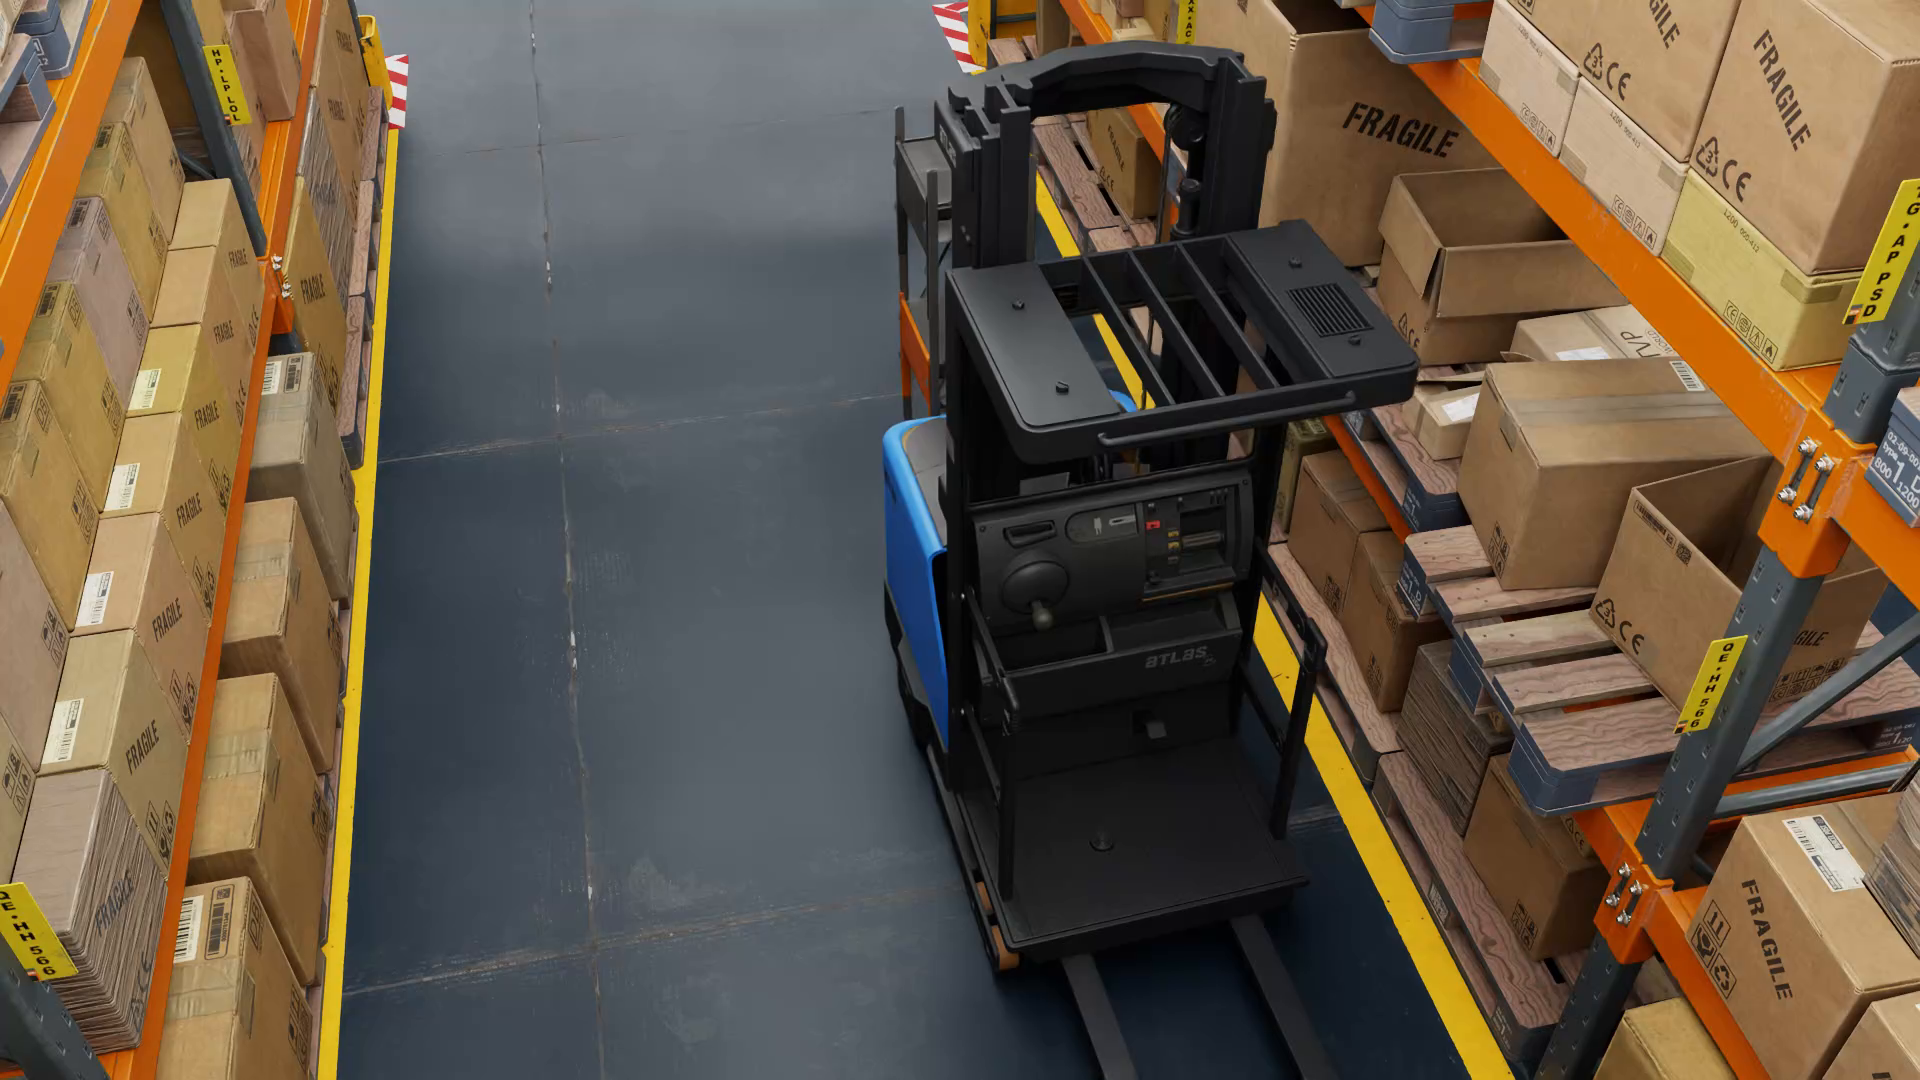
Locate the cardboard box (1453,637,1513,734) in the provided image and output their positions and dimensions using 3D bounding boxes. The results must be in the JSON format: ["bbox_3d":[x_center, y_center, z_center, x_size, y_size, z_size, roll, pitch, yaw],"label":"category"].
[{"bbox_3d":[2.062,0.393,5.816,0.500,0.250,0.500,-4,42,-4],"label":"cardboard box"}]

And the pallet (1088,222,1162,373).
[{"bbox_3d":[1.318,-1.305,8.843,1.003,0.211,1.213,-8,42,-9],"label":"pallet"}]

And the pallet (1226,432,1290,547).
[{"bbox_3d":[1.667,-0.370,7.790,1.003,0.211,1.213,-8,42,-9],"label":"pallet"}]

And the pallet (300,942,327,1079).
[{"bbox_3d":[-2.601,1.842,5.298,1.003,0.211,1.213,-8,42,-9],"label":"pallet"}]

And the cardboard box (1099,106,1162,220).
[{"bbox_3d":[1.108,-2.166,9.279,0.500,0.500,0.500,-12,43,-13],"label":"cardboard box"}]

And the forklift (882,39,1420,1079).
[{"bbox_3d":[0.560,0.119,5.190,1.130,2.935,3.031,-10,43,-11],"label":"forklift"}]

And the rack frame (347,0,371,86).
[{"bbox_3d":[-4.231,-3.865,9.626,1.000,3.000,0.127,-8,42,-9],"label":"rack frame"}]

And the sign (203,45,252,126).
[{"bbox_3d":[-2.840,-1.760,6.442,0.100,0.325,0.005,-8,42,-9],"label":"sign"}]

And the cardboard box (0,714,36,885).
[{"bbox_3d":[-2.591,0.617,3.749,0.700,0.500,0.500,-9,42,-10],"label":"cardboard box"}]

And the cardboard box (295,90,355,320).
[{"bbox_3d":[-3.633,-1.636,8.399,0.875,0.875,0.875,-8,42,-9],"label":"cardboard box"}]

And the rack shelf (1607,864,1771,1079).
[{"bbox_3d":[2.792,2.241,3.290,1.077,0.370,4.000,-8,42,-9],"label":"rack shelf"}]

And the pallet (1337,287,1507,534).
[{"bbox_3d":[1.893,-0.530,6.014,1.003,0.211,1.213,-8,42,-9],"label":"pallet"}]

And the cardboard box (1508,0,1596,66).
[{"bbox_3d":[1.800,-1.598,4.361,0.500,0.500,0.500,-8,42,-9],"label":"cardboard box"}]

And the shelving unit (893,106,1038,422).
[{"bbox_3d":[0.015,-0.696,6.735,0.431,2.100,0.503,-10,43,-11],"label":"shelving unit"}]

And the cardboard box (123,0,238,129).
[{"bbox_3d":[-3.414,-1.976,6.572,0.875,0.550,0.550,-8,42,-9],"label":"cardboard box"}]

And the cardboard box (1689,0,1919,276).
[{"bbox_3d":[2.013,-0.944,3.624,0.500,0.500,0.500,-7,42,-8],"label":"cardboard box"}]

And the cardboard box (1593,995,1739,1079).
[{"bbox_3d":[2.489,1.763,4.570,1.225,0.875,0.875,-10,43,-11],"label":"cardboard box"}]

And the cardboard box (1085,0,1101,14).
[{"bbox_3d":[0.854,-2.895,8.723,0.380,0.149,0.250,-8,42,-9],"label":"cardboard box"}]

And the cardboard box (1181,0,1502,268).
[{"bbox_3d":[1.532,-1.764,6.491,1.000,1.000,1.000,-8,42,-9],"label":"cardboard box"}]

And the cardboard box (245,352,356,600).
[{"bbox_3d":[-3.146,-0.198,6.874,1.050,0.750,0.750,-9,42,-10],"label":"cardboard box"}]

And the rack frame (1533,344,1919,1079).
[{"bbox_3d":[2.361,0.676,4.511,1.000,3.000,0.127,-8,42,-9],"label":"rack frame"}]

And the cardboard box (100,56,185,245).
[{"bbox_3d":[-3.255,-1.362,5.979,0.700,0.500,0.500,-9,42,-10],"label":"cardboard box"}]

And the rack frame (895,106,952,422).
[{"bbox_3d":[-0.048,-0.853,6.911,0.400,2.100,0.015,-10,43,-11],"label":"rack frame"}]

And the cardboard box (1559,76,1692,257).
[{"bbox_3d":[1.898,-0.983,4.233,0.500,0.250,0.500,-8,42,-9],"label":"cardboard box"}]

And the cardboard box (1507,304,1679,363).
[{"bbox_3d":[2.224,-0.545,5.683,0.500,0.250,0.500,-9,42,-10],"label":"cardboard box"}]

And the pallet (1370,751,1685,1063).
[{"bbox_3d":[2.193,1.212,6.008,1.003,0.211,1.213,-8,42,-9],"label":"pallet"}]

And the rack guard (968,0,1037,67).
[{"bbox_3d":[0.650,-3.526,11.127,1.175,0.500,0.348,-8,42,-9],"label":"rack guard"}]

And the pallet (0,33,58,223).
[{"bbox_3d":[-2.939,-0.865,4.129,1.003,0.211,1.213,-7,42,-7],"label":"pallet"}]

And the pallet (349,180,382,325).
[{"bbox_3d":[-3.722,-1.526,9.092,1.003,0.211,1.213,-8,42,-9],"label":"pallet"}]

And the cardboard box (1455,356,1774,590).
[{"bbox_3d":[1.987,-0.211,5.118,0.700,0.500,0.500,-3,42,-3],"label":"cardboard box"}]

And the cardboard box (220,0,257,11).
[{"bbox_3d":[-3.628,-2.686,7.371,0.875,0.550,0.550,-8,42,-9],"label":"cardboard box"}]

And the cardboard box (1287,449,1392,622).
[{"bbox_3d":[1.815,-0.071,6.904,0.700,0.500,0.500,-12,43,-13],"label":"cardboard box"}]

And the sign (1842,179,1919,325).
[{"bbox_3d":[1.830,-0.563,3.258,0.100,0.325,0.005,-8,42,-9],"label":"sign"}]

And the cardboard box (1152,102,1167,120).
[{"bbox_3d":[1.119,-2.084,7.809,0.380,0.149,0.250,-8,42,-9],"label":"cardboard box"}]

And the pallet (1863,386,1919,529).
[{"bbox_3d":[2.551,0.034,3.117,1.213,0.211,1.003,-7,42,-7],"label":"pallet"}]

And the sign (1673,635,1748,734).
[{"bbox_3d":[1.833,0.356,4.059,0.100,0.325,0.005,-8,42,-9],"label":"sign"}]

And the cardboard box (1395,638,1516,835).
[{"bbox_3d":[2.064,0.657,6.084,0.700,0.500,0.500,-12,43,-13],"label":"cardboard box"}]

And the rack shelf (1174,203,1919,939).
[{"bbox_3d":[1.929,-0.352,6.210,1.077,0.370,4.000,-8,42,-9],"label":"rack shelf"}]

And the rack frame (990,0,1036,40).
[{"bbox_3d":[0.634,-4.510,10.353,1.000,3.000,0.127,-8,42,-9],"label":"rack frame"}]

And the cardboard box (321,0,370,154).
[{"bbox_3d":[-4.020,-2.797,9.708,0.875,0.875,0.875,-8,42,-9],"label":"cardboard box"}]

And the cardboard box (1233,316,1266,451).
[{"bbox_3d":[1.609,-0.746,7.664,0.700,0.500,0.500,-11,43,-13],"label":"cardboard box"}]

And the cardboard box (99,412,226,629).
[{"bbox_3d":[-2.664,-0.026,5.226,0.500,0.500,0.500,-9,42,-10],"label":"cardboard box"}]

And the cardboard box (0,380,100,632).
[{"bbox_3d":[-2.815,-0.043,4.492,0.700,0.500,0.500,-9,42,-10],"label":"cardboard box"}]

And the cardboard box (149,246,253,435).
[{"bbox_3d":[-2.885,-0.682,5.965,0.500,0.500,0.500,-9,42,-10],"label":"cardboard box"}]

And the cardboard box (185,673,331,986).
[{"bbox_3d":[-2.740,1.031,5.489,1.050,0.750,0.750,-8,42,-9],"label":"cardboard box"}]

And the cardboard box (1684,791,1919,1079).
[{"bbox_3d":[2.200,0.992,4.079,0.500,0.500,0.500,-7,42,-8],"label":"cardboard box"}]

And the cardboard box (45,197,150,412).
[{"bbox_3d":[-3.033,-0.702,5.234,0.700,0.500,0.500,-8,42,-9],"label":"cardboard box"}]

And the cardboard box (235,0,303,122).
[{"bbox_3d":[-3.601,-2.286,7.734,0.875,0.550,0.550,-8,42,-9],"label":"cardboard box"}]

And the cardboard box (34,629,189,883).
[{"bbox_3d":[-2.450,0.624,4.493,0.500,0.500,0.500,-9,42,-10],"label":"cardboard box"}]

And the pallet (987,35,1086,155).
[{"bbox_3d":[0.791,-2.886,10.624,1.003,0.211,1.213,-8,42,-9],"label":"pallet"}]

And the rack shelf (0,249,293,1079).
[{"bbox_3d":[-2.936,0.293,5.484,1.077,0.370,4.000,-8,42,-9],"label":"rack shelf"}]

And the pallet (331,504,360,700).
[{"bbox_3d":[-3.127,0.260,7.080,1.003,0.211,1.213,-8,42,-9],"label":"pallet"}]

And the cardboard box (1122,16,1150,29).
[{"bbox_3d":[1.036,-2.582,8.370,0.380,0.149,0.250,-8,42,-9],"label":"cardboard box"}]

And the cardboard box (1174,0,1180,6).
[{"bbox_3d":[1.132,-2.692,7.252,0.500,0.500,0.500,-8,42,-9],"label":"cardboard box"}]

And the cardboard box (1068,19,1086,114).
[{"bbox_3d":[0.915,-2.943,10.154,0.500,0.500,0.500,2,42,2],"label":"cardboard box"}]

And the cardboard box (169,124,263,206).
[{"bbox_3d":[-3.459,-1.566,6.923,0.875,0.550,0.550,-8,42,-9],"label":"cardboard box"}]

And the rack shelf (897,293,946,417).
[{"bbox_3d":[0.015,-0.686,6.744,0.431,0.518,0.480,-10,43,-11],"label":"rack shelf"}]

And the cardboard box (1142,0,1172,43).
[{"bbox_3d":[1.387,-2.696,8.010,0.875,0.500,0.500,-8,42,-9],"label":"cardboard box"}]
